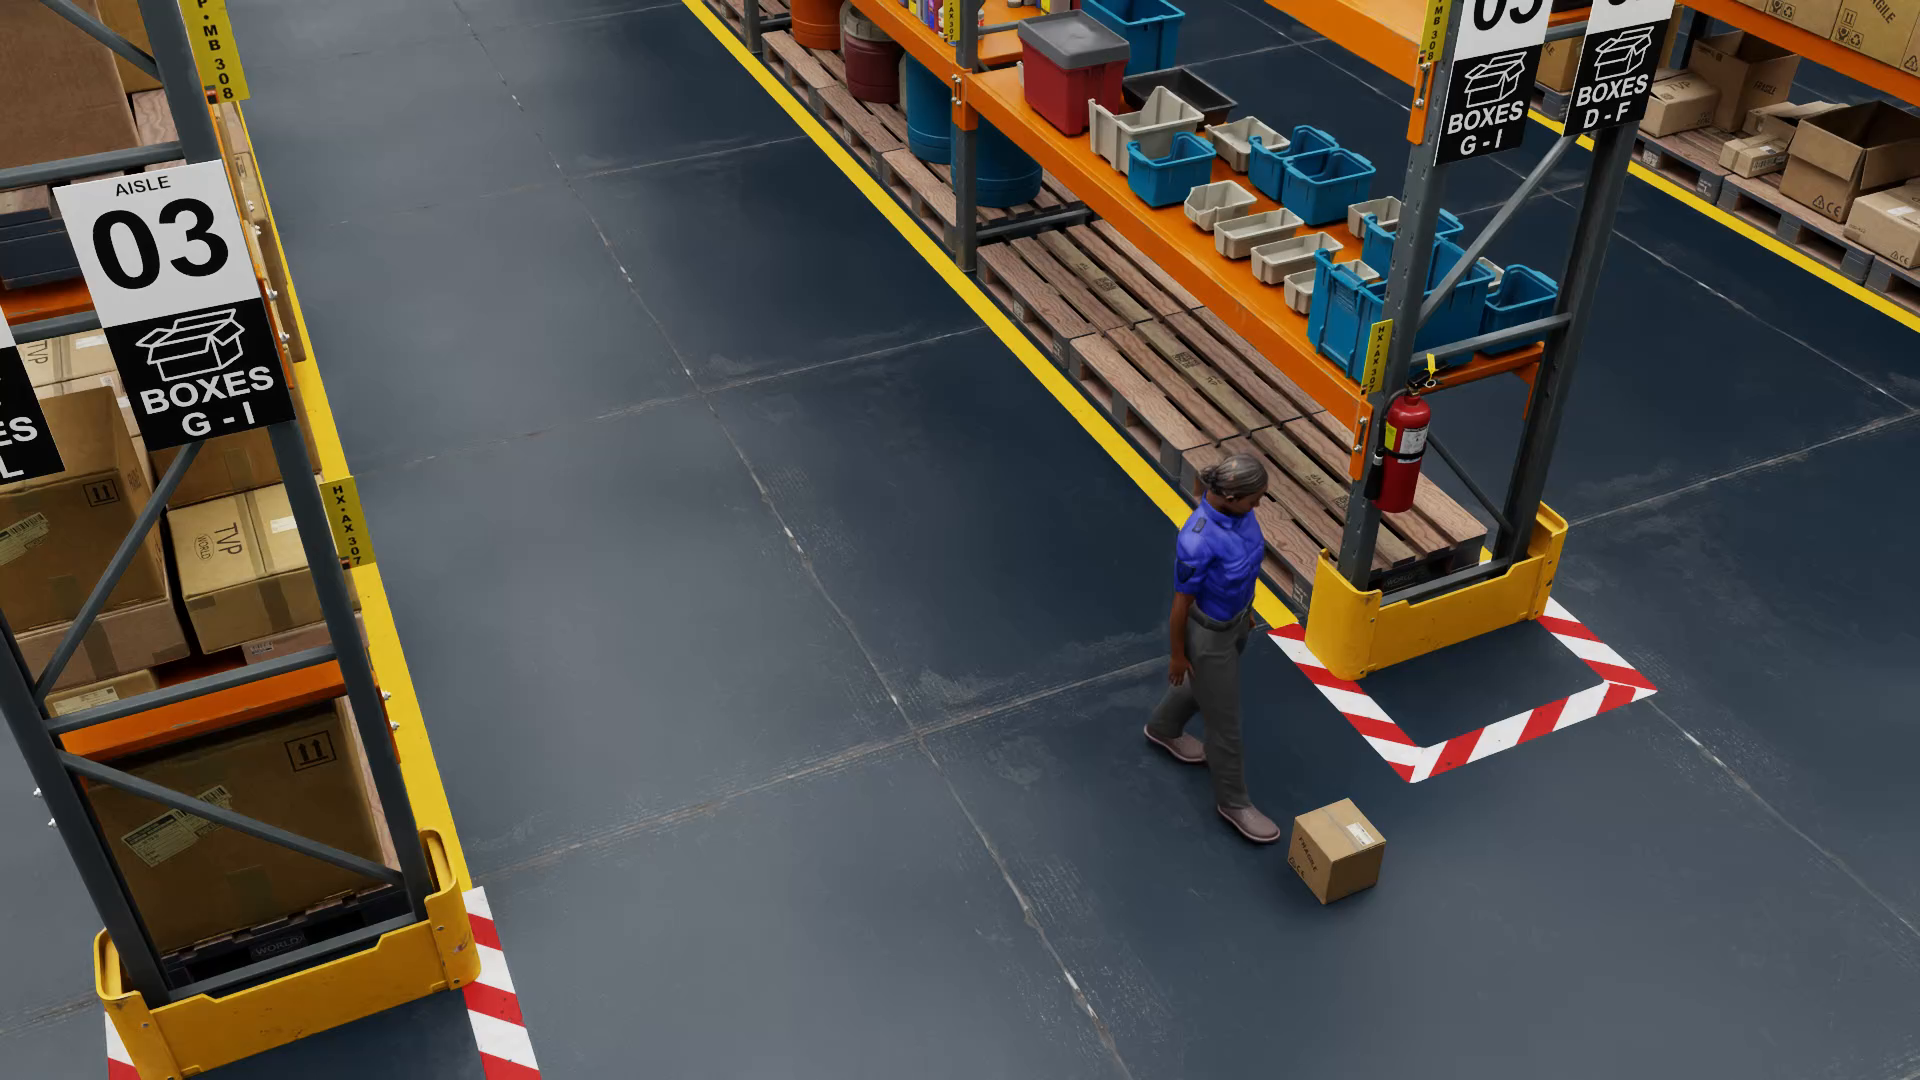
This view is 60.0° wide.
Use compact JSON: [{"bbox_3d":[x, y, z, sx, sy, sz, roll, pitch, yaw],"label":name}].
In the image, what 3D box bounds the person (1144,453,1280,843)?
[{"bbox_3d":[1.043,0.364,6.381,0.744,1.614,0.495,23,43,27],"label":"person"}]
